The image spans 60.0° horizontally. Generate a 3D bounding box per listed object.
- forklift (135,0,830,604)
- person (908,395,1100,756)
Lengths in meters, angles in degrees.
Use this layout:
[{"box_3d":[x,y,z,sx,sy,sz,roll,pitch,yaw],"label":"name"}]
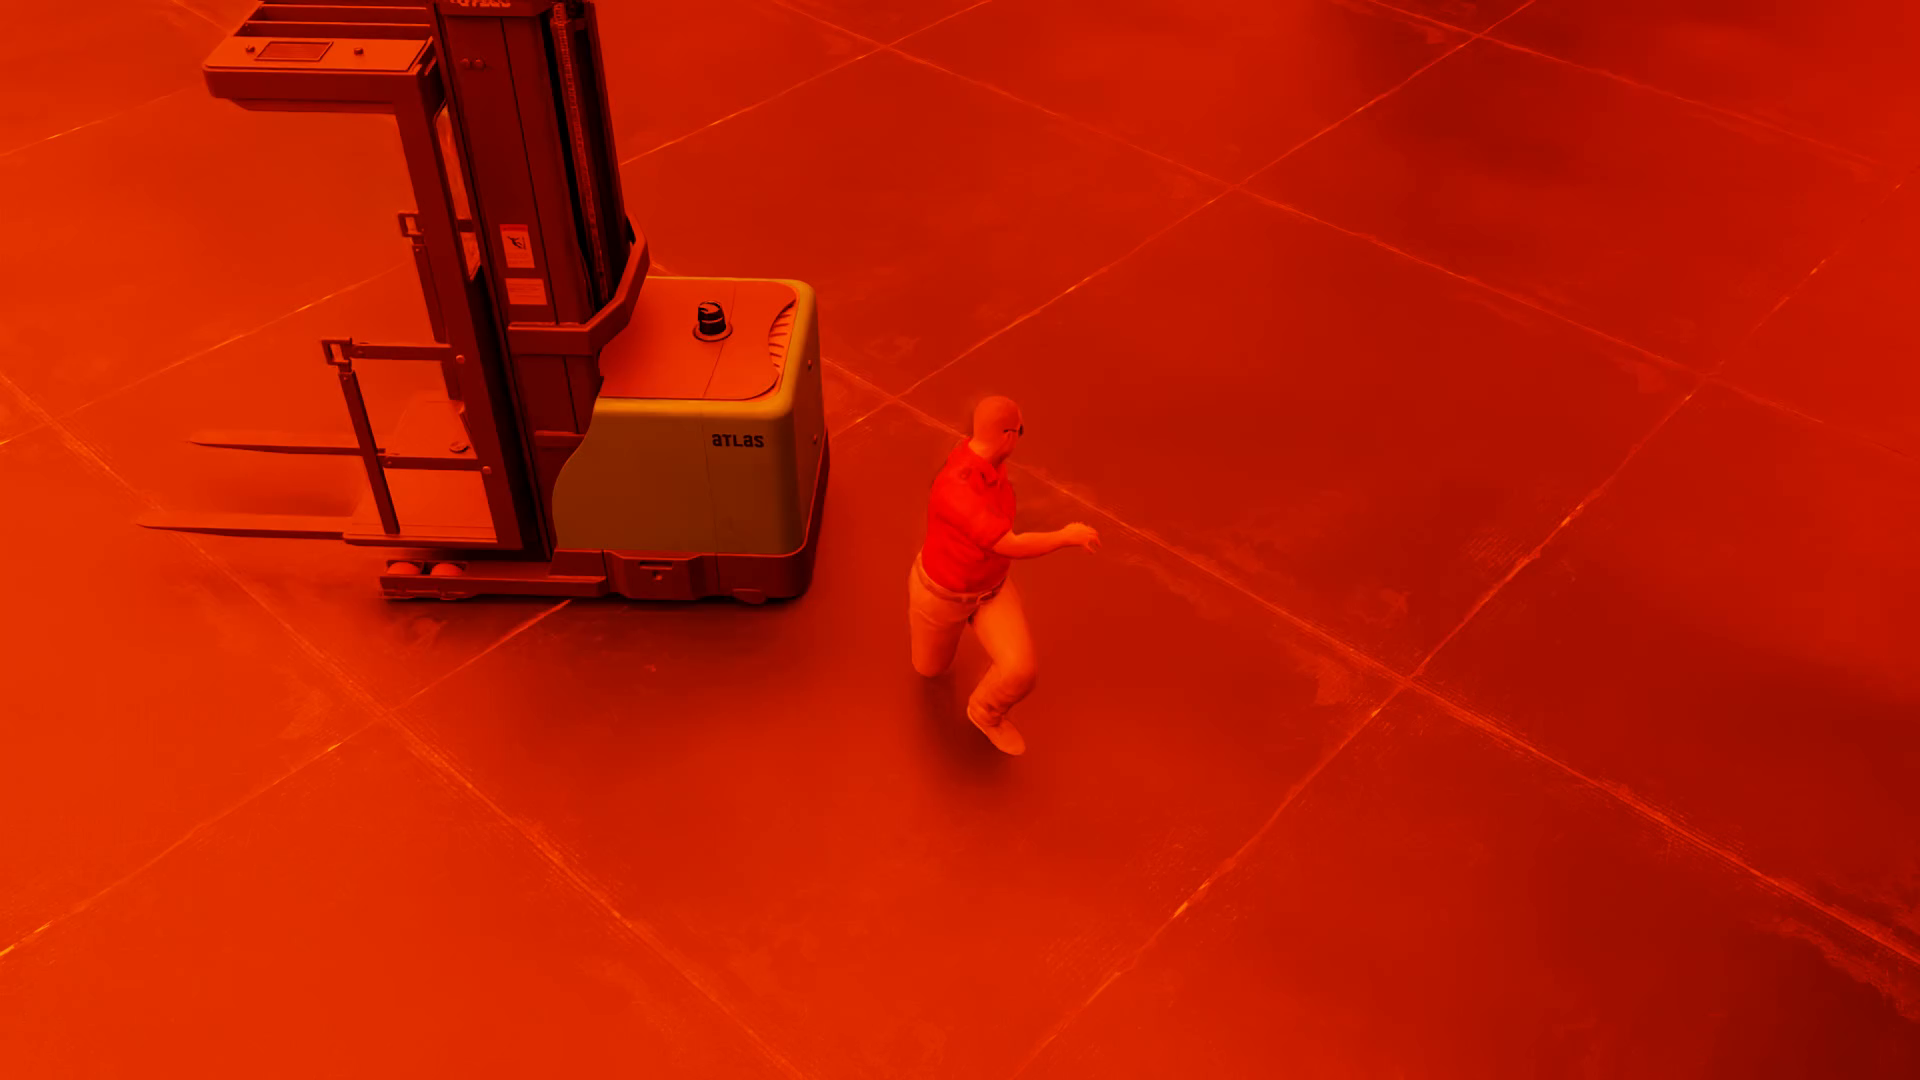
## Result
[{"box_3d":[-2.157,-1.188,6.813,3.031,2.935,1.130,2,41,2],"label":"forklift"},{"box_3d":[0.079,0.063,6.526,0.672,1.501,0.927,-24,46,-26],"label":"person"}]
